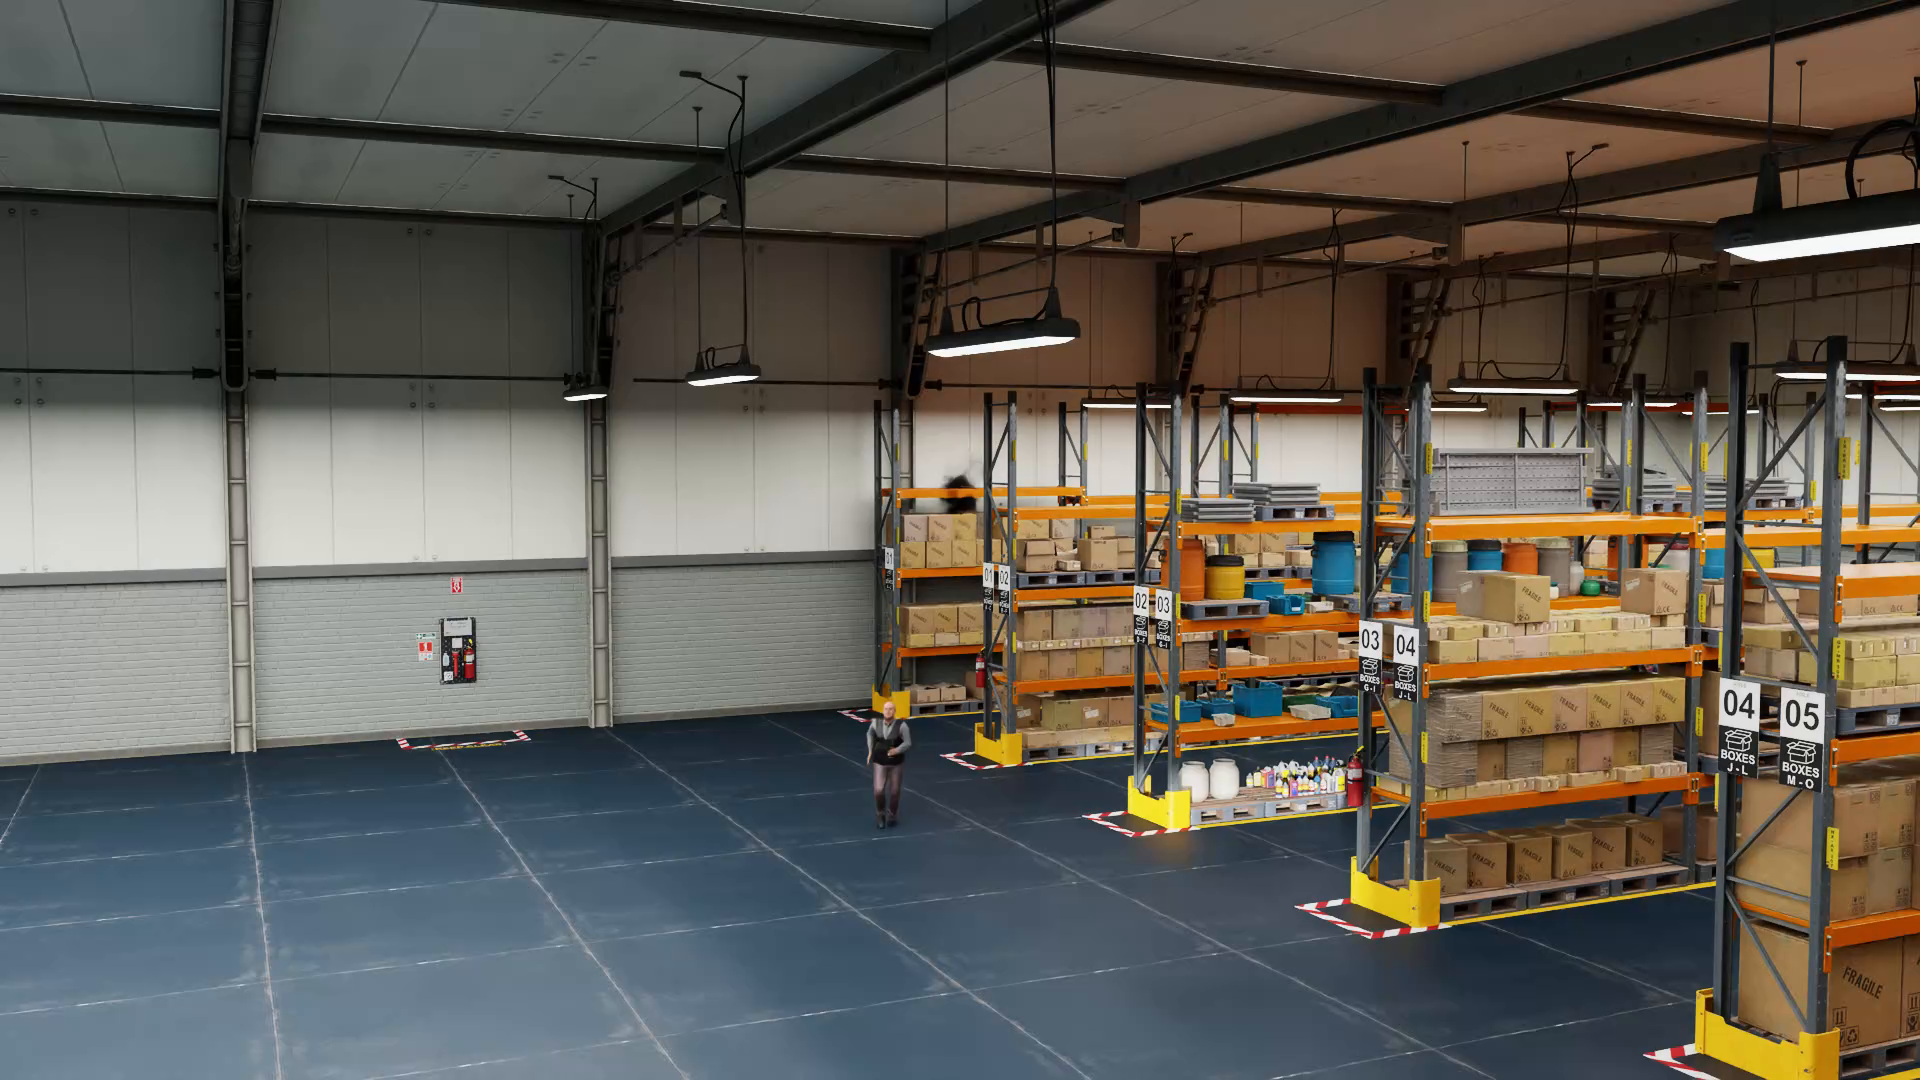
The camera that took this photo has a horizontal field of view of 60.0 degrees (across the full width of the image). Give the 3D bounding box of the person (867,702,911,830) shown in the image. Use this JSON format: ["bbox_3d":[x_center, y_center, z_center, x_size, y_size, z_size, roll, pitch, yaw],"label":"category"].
[{"bbox_3d":[-0.957,3.016,22.255,0.624,1.722,0.775,0,3,2],"label":"person"}]
